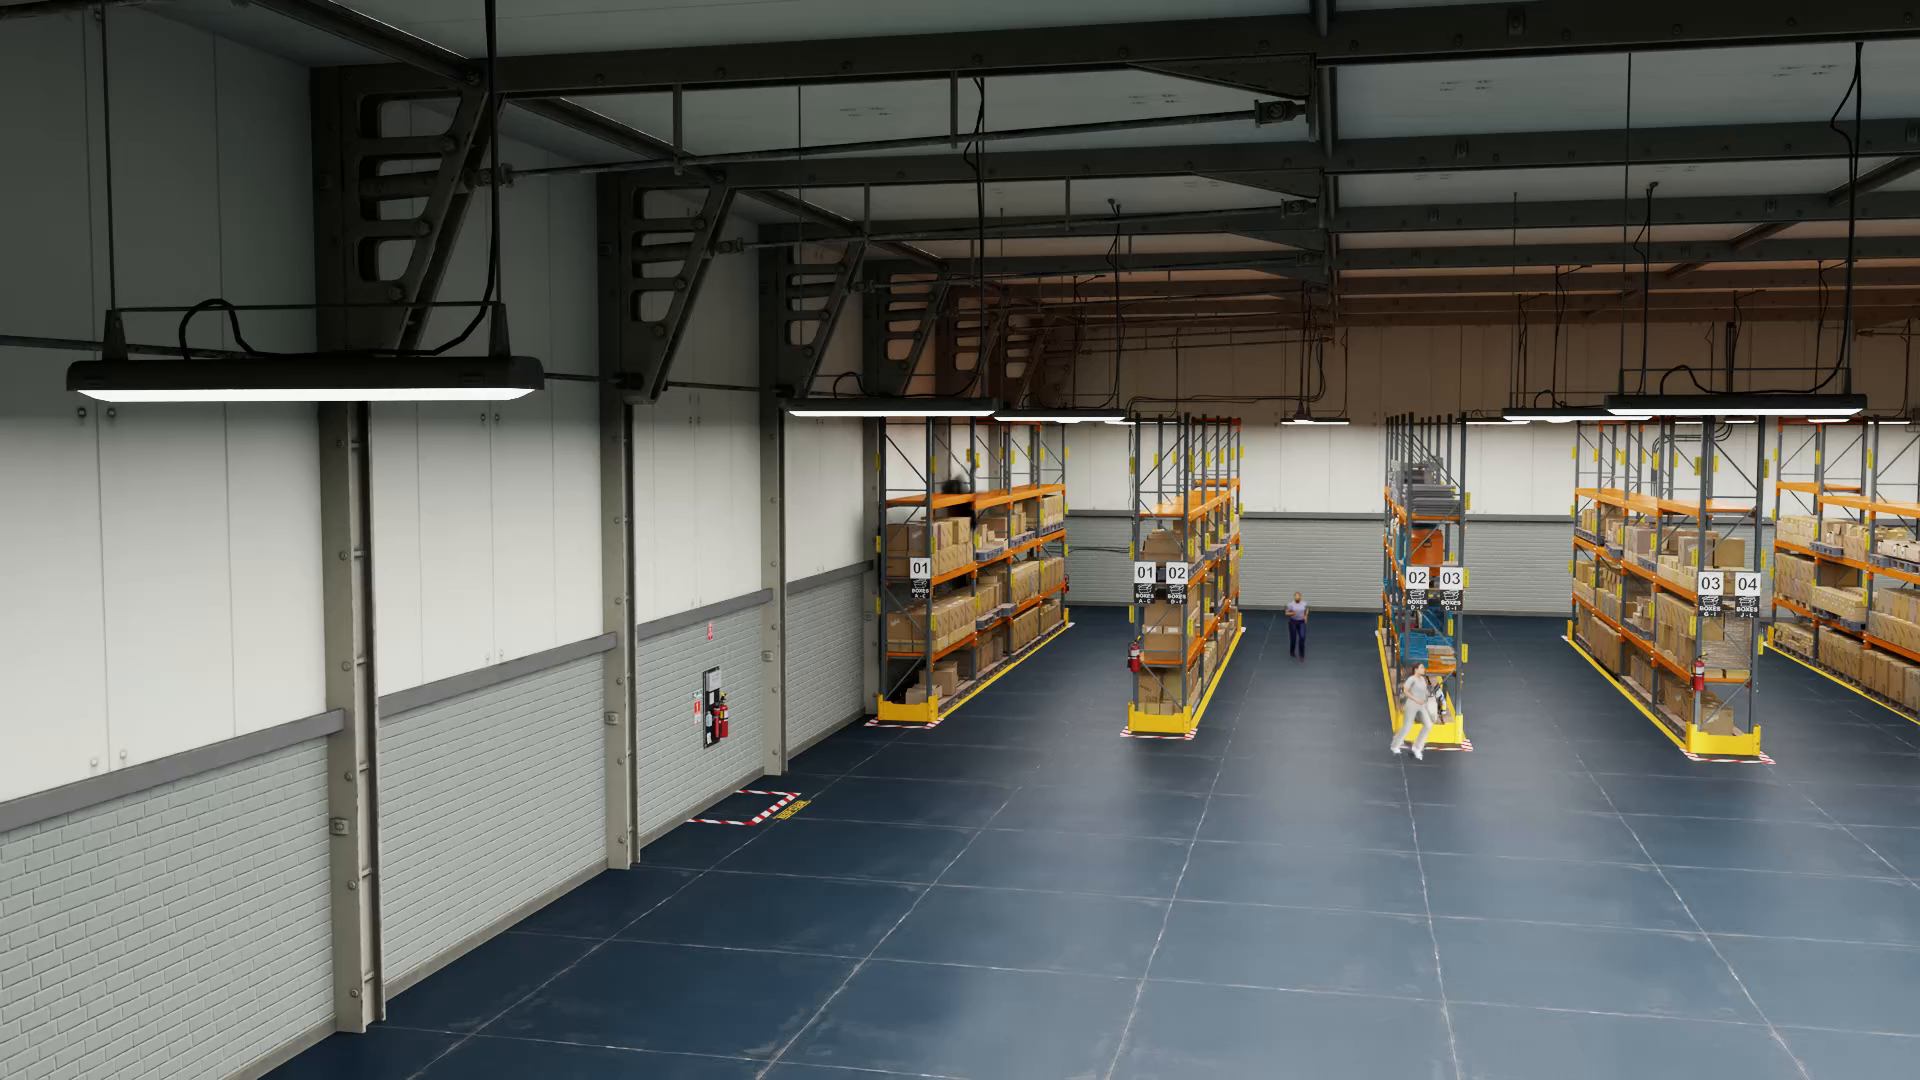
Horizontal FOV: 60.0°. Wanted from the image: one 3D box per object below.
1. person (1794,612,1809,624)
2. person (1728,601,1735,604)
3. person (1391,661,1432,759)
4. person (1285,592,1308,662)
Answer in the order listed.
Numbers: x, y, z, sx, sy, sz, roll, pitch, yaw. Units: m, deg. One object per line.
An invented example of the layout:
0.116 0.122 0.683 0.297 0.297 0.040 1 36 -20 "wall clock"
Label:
22.610 1.875 44.593 0.630 1.608 0.913 -3 5 -33 "person"
20.634 1.924 44.464 0.818 1.658 0.675 -2 4 -29 "person"
7.933 2.946 28.986 0.640 1.676 0.686 -2 5 -32 "person"
8.303 2.108 40.950 0.597 1.667 0.854 0 4 3 "person"
